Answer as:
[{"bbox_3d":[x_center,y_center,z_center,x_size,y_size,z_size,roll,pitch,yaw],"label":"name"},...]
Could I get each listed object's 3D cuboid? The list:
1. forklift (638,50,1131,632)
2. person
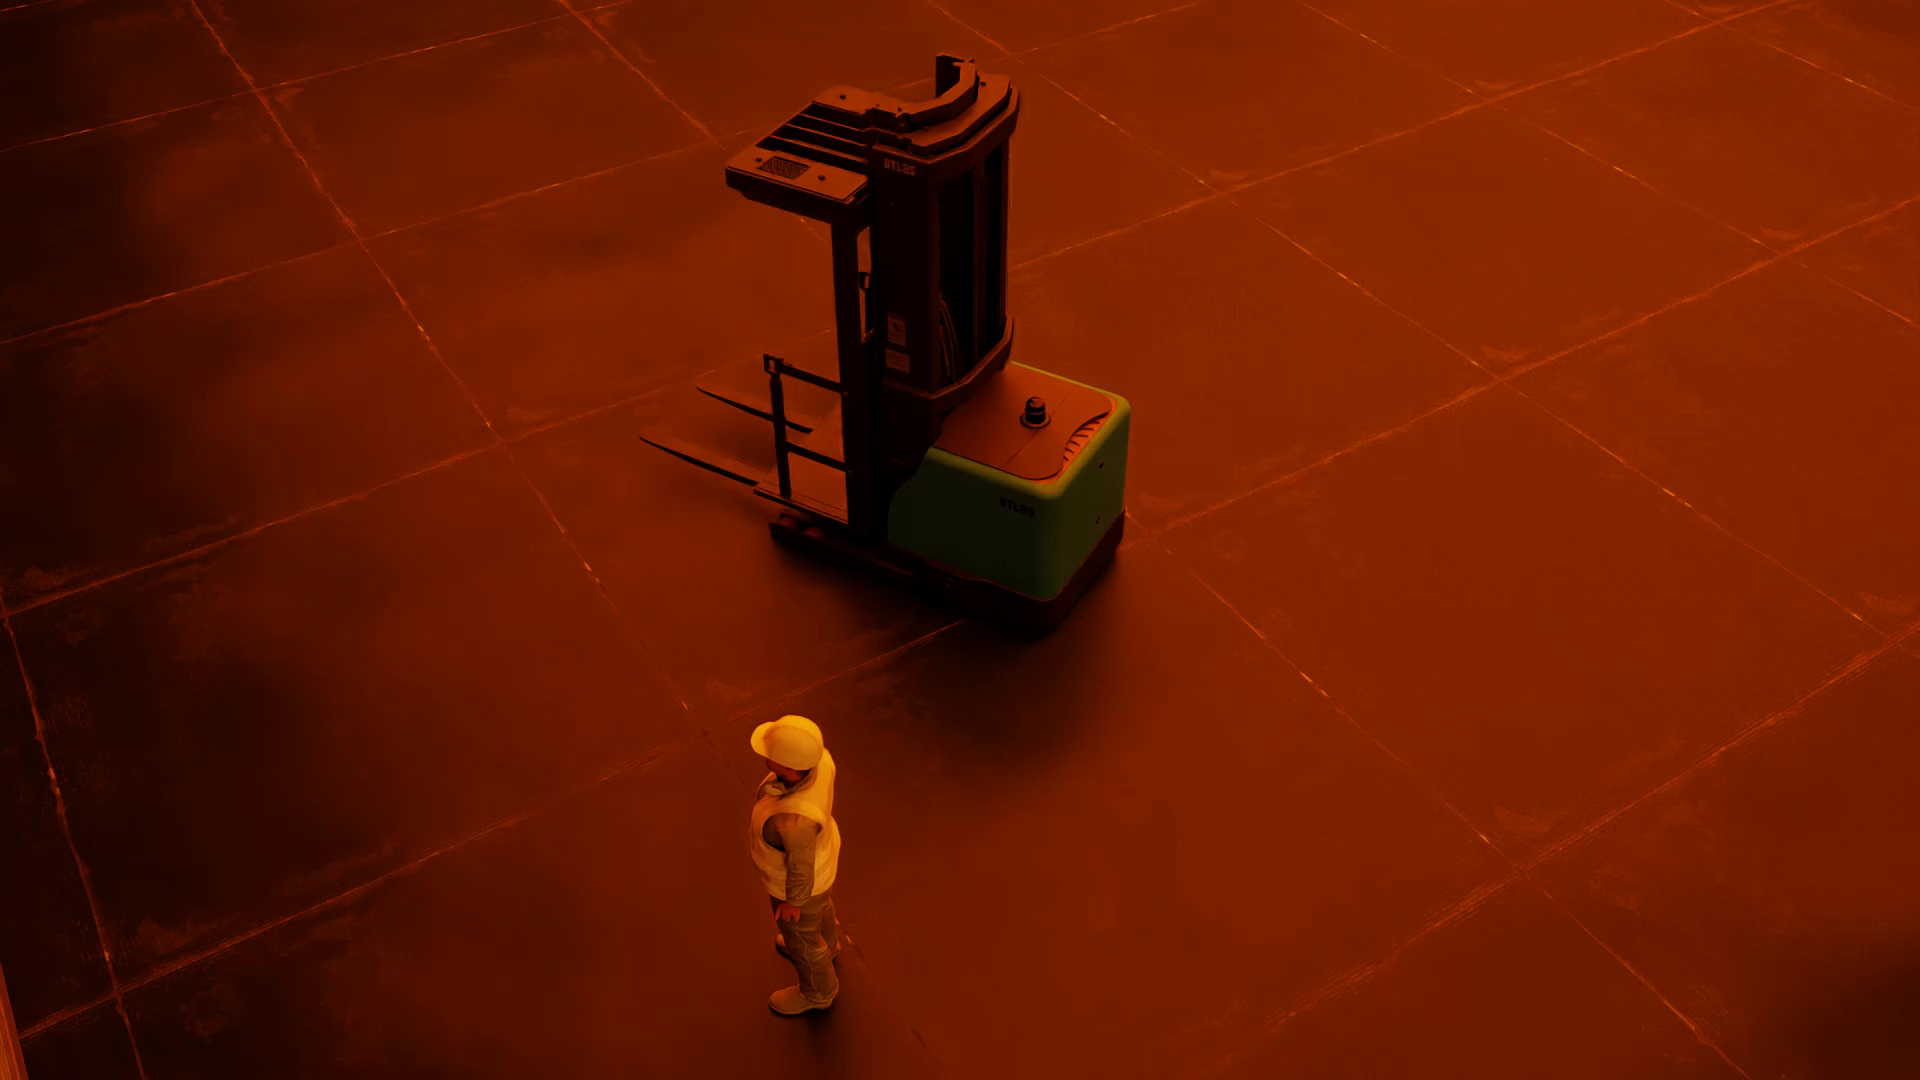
[{"bbox_3d":[-0.558,-1.297,9.355,3.031,2.935,1.130,20,45,22],"label":"forklift"},{"bbox_3d":[-0.704,1.392,7.159,0.368,1.777,0.526,2,41,2],"label":"person"}]
